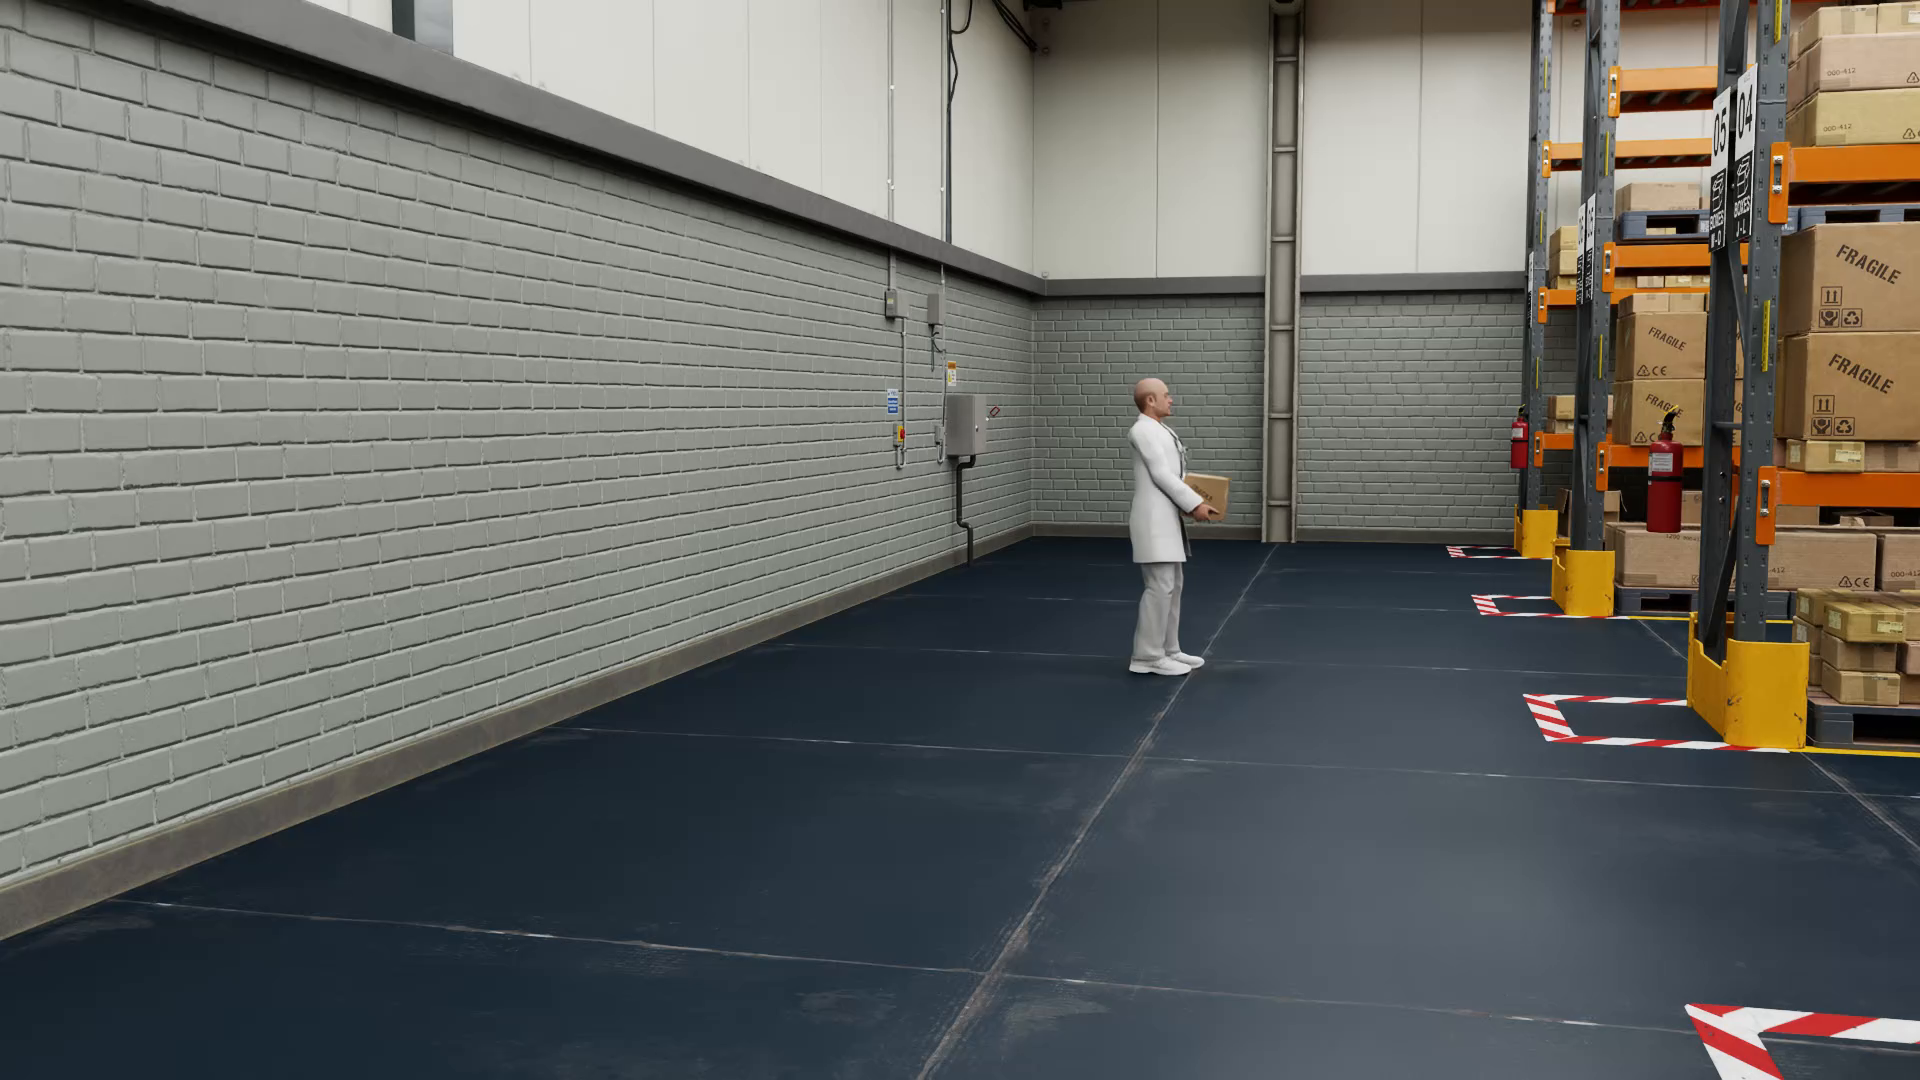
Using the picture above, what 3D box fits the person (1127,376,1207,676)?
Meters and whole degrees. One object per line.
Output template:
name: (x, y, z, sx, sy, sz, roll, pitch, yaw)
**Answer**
person: (1.259, -0.095, 10.066, 0.489, 1.783, 0.569, 1, 5, 13)
